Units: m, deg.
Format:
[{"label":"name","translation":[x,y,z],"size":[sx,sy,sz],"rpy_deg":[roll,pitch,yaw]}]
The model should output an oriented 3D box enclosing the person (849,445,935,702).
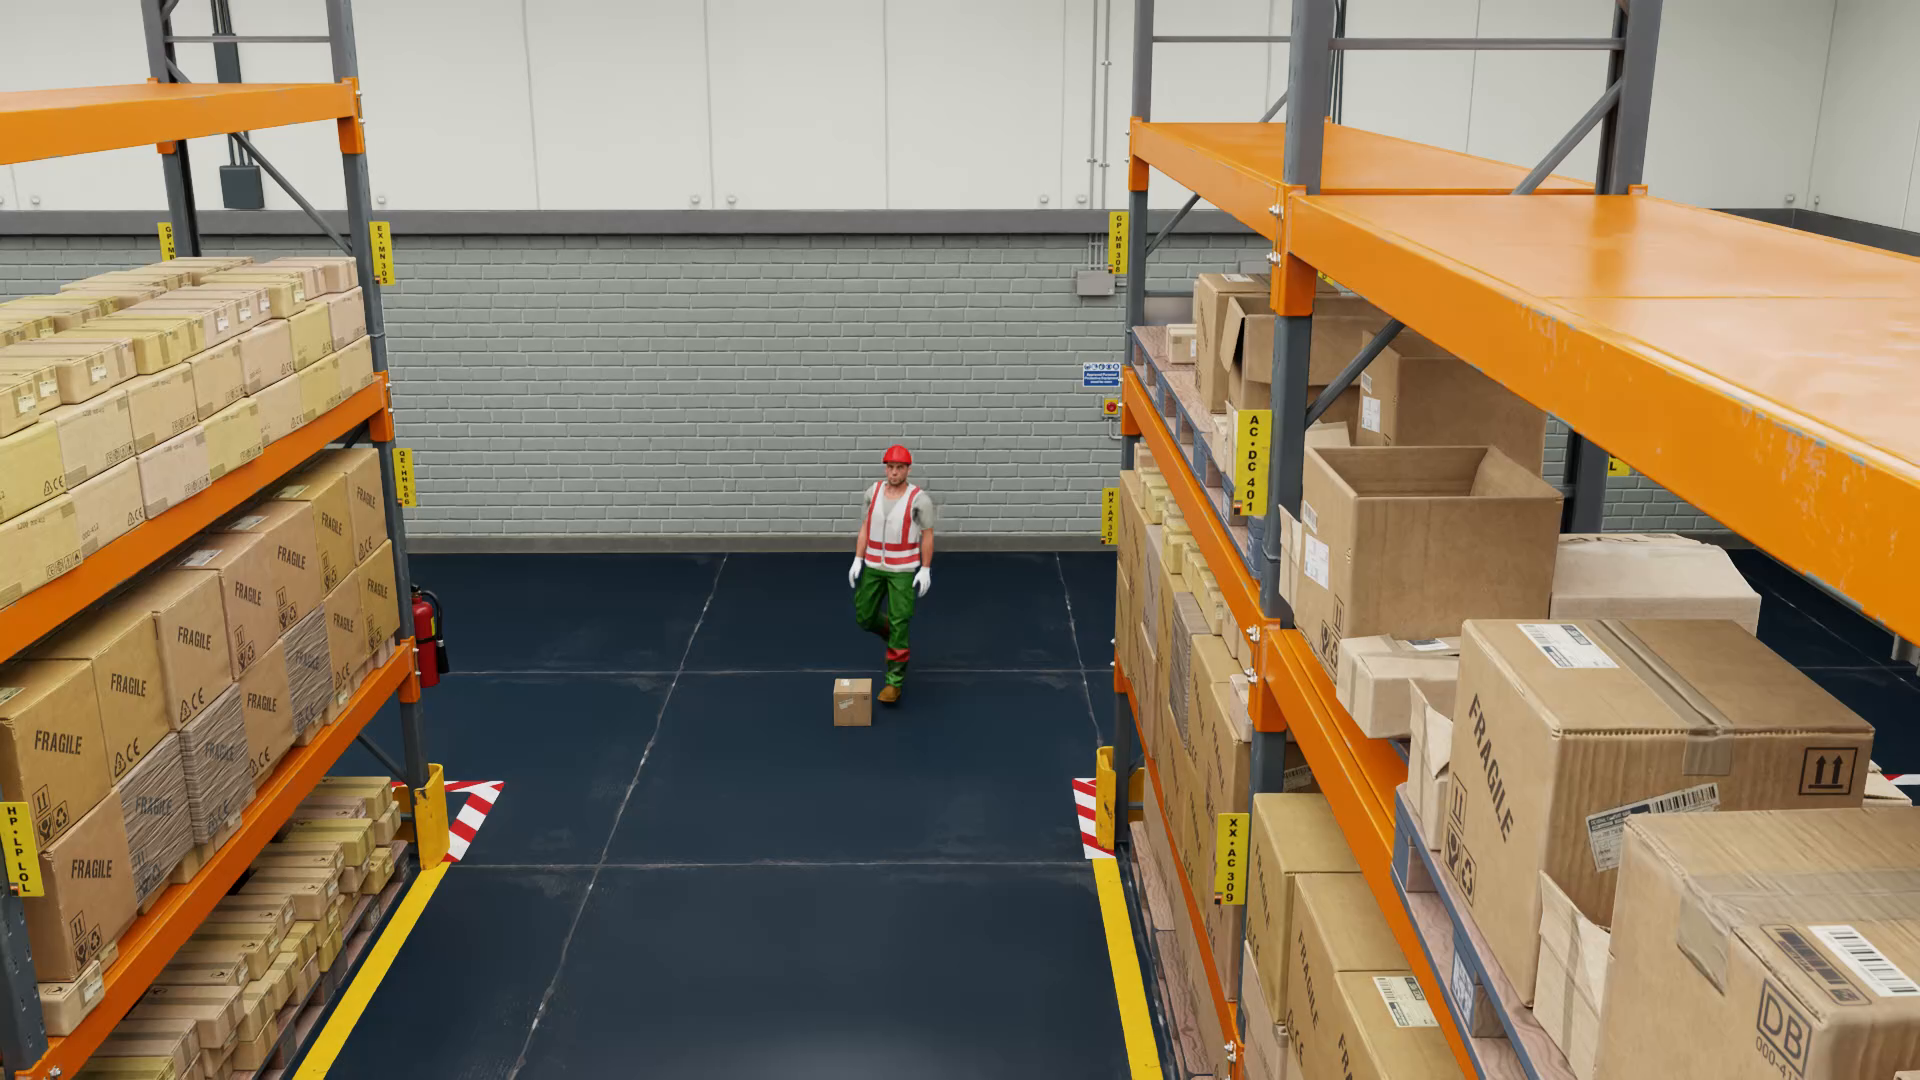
[{"label":"person","translation":[-0.497,0.212,11.779],"size":[0.579,1.780,0.782],"rpy_deg":[7,18,23]}]
